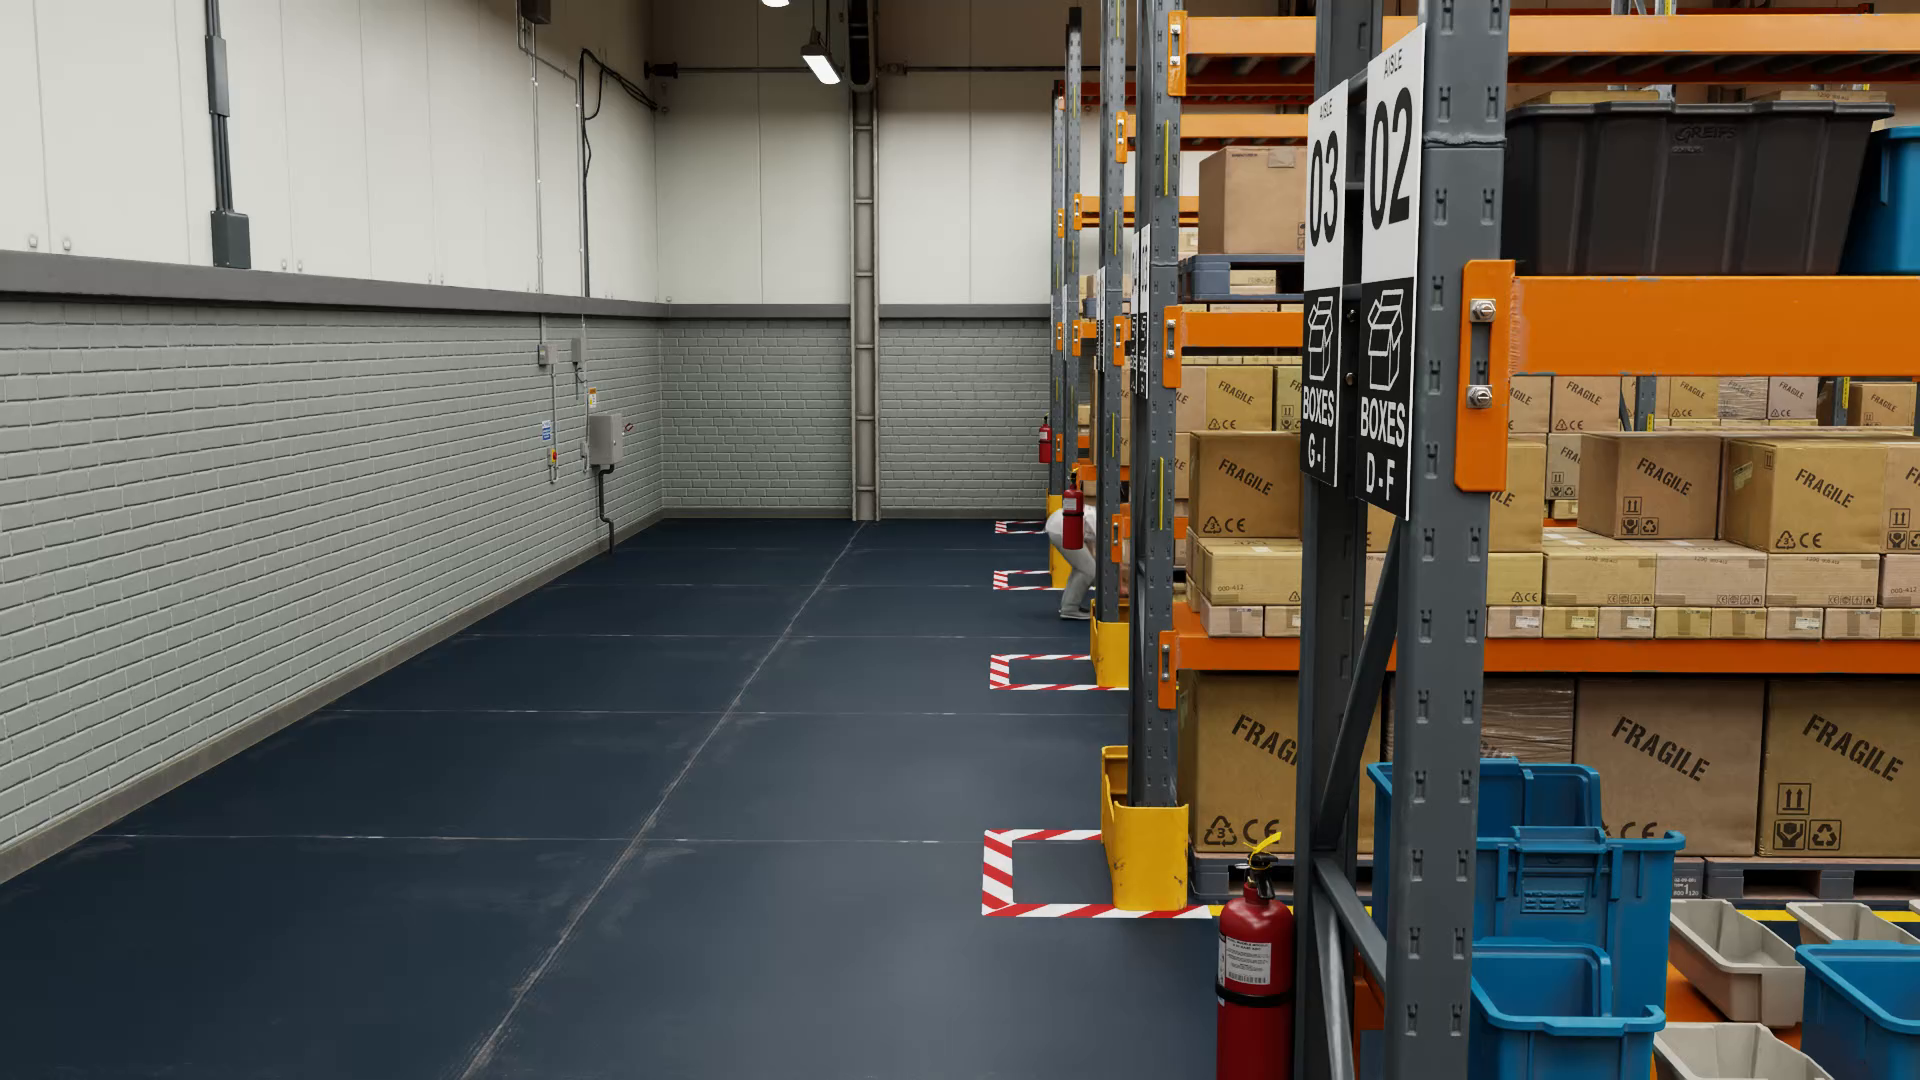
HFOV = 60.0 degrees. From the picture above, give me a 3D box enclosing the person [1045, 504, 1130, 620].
[{"bbox_3d":[1.337,0.196,15.840,1.045,1.091,0.509,0,7,-1],"label":"person"}]
